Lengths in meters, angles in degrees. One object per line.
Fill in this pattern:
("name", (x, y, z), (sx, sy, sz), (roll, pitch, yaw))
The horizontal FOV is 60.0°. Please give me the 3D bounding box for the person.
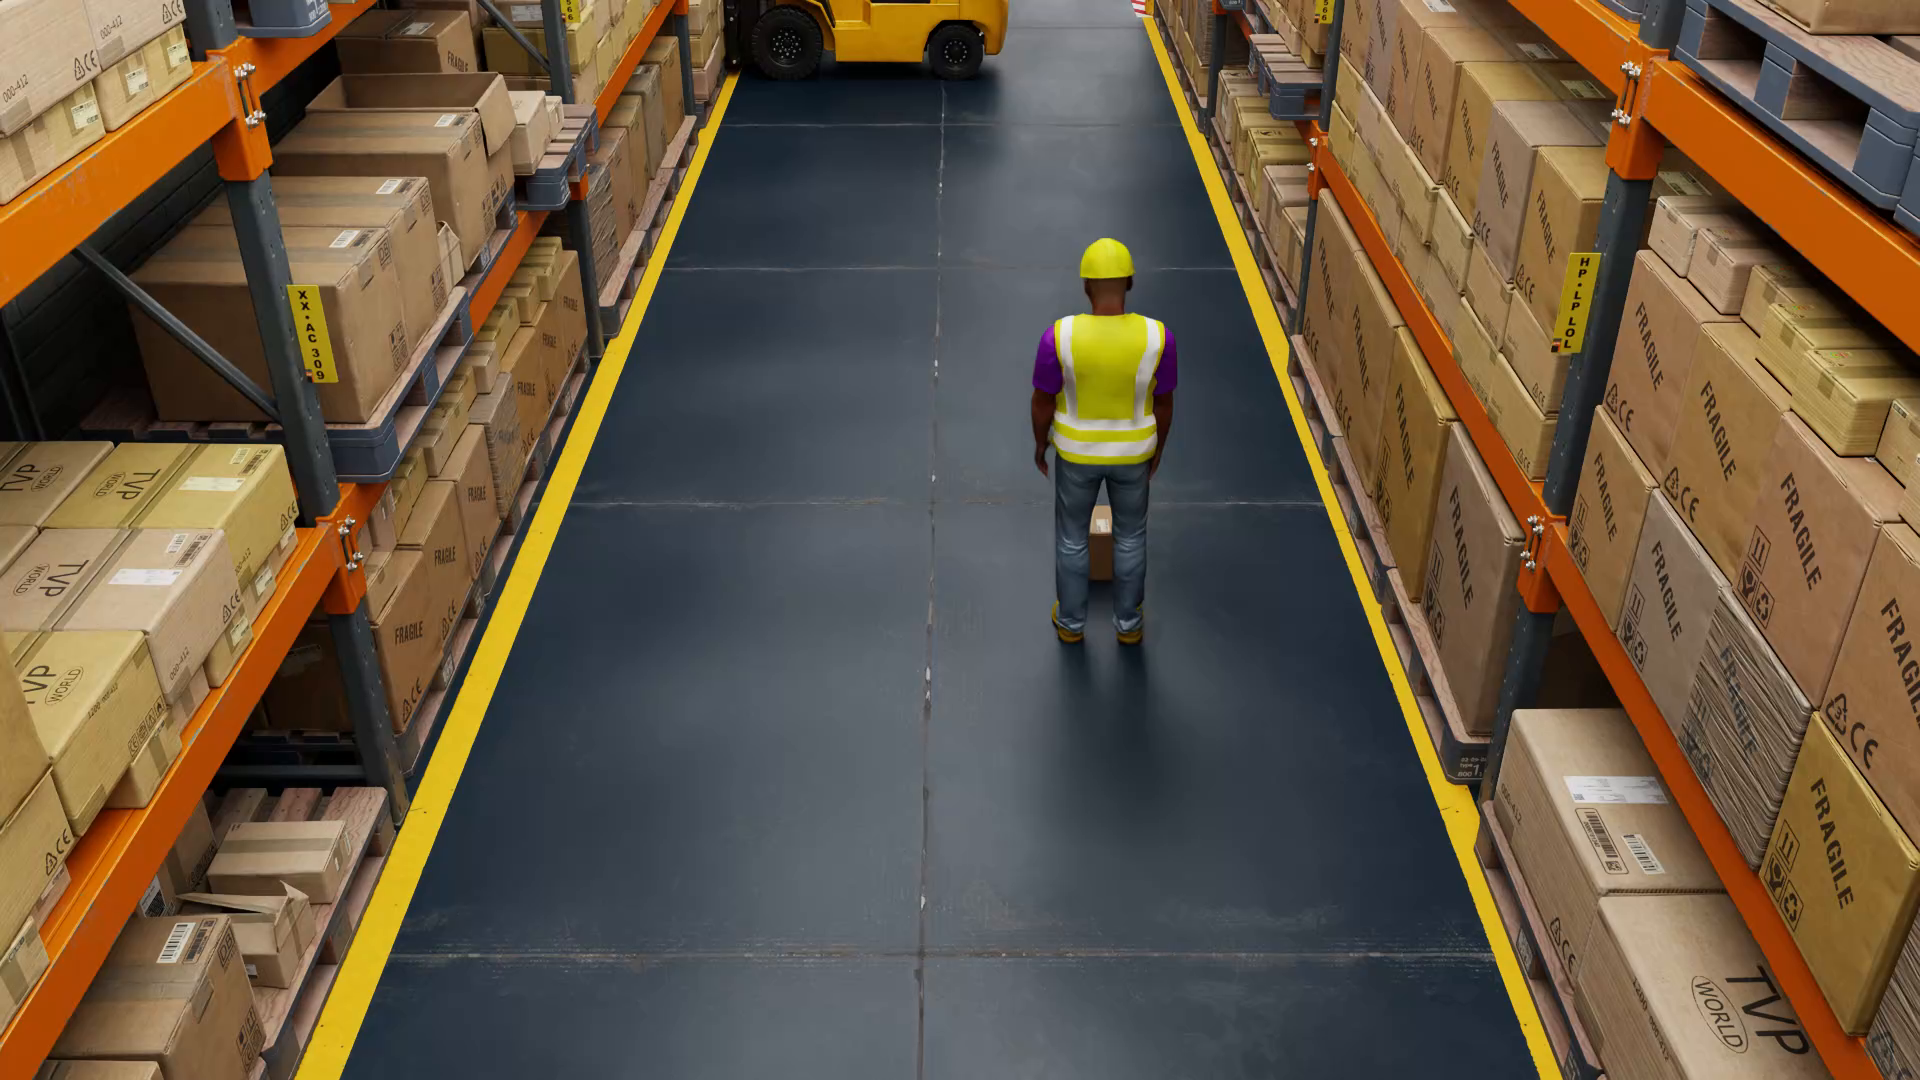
("person", (0.567, -0.372, 6.727), (0.567, 1.762, 0.362), (0, 31, 1))
